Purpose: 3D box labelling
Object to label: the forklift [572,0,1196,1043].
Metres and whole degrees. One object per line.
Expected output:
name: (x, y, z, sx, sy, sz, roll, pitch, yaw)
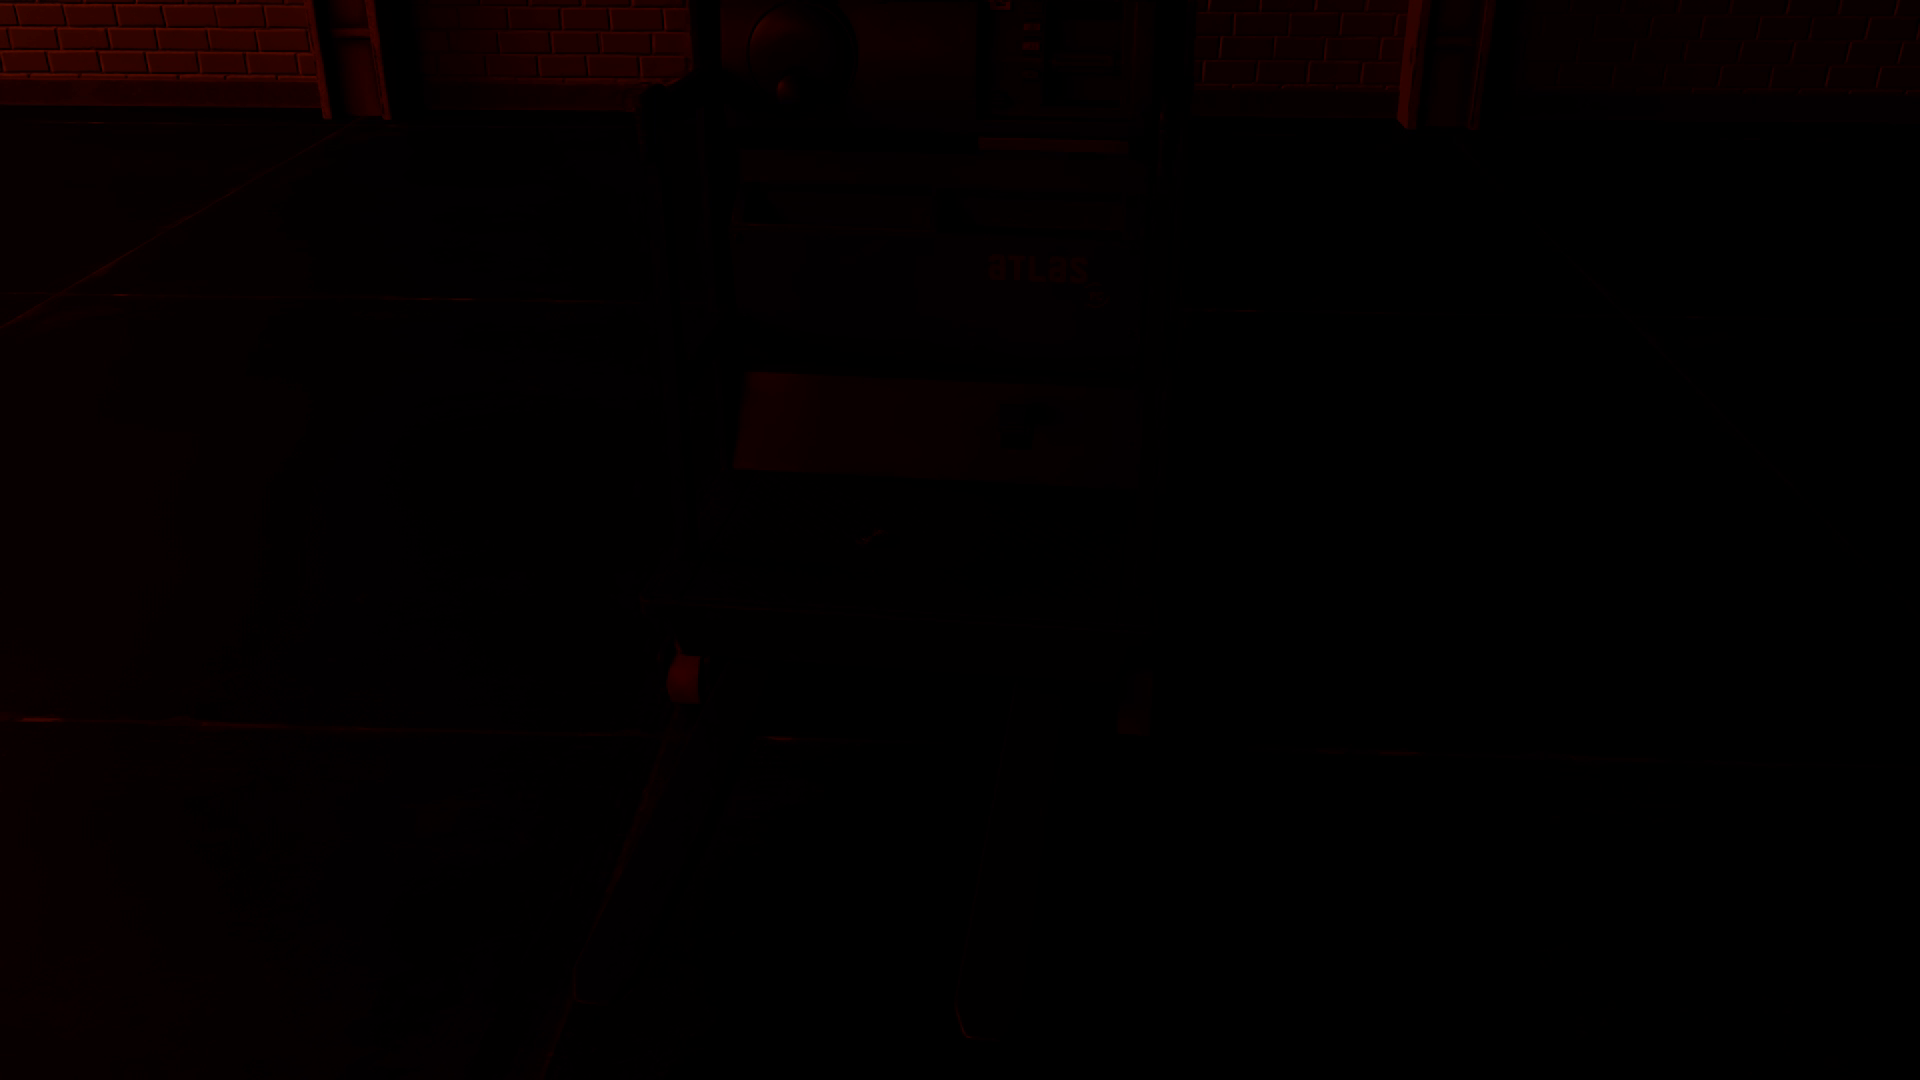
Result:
forklift: (-0.072, -1.046, 3.329, 1.130, 2.935, 3.031, 3, 26, 7)
